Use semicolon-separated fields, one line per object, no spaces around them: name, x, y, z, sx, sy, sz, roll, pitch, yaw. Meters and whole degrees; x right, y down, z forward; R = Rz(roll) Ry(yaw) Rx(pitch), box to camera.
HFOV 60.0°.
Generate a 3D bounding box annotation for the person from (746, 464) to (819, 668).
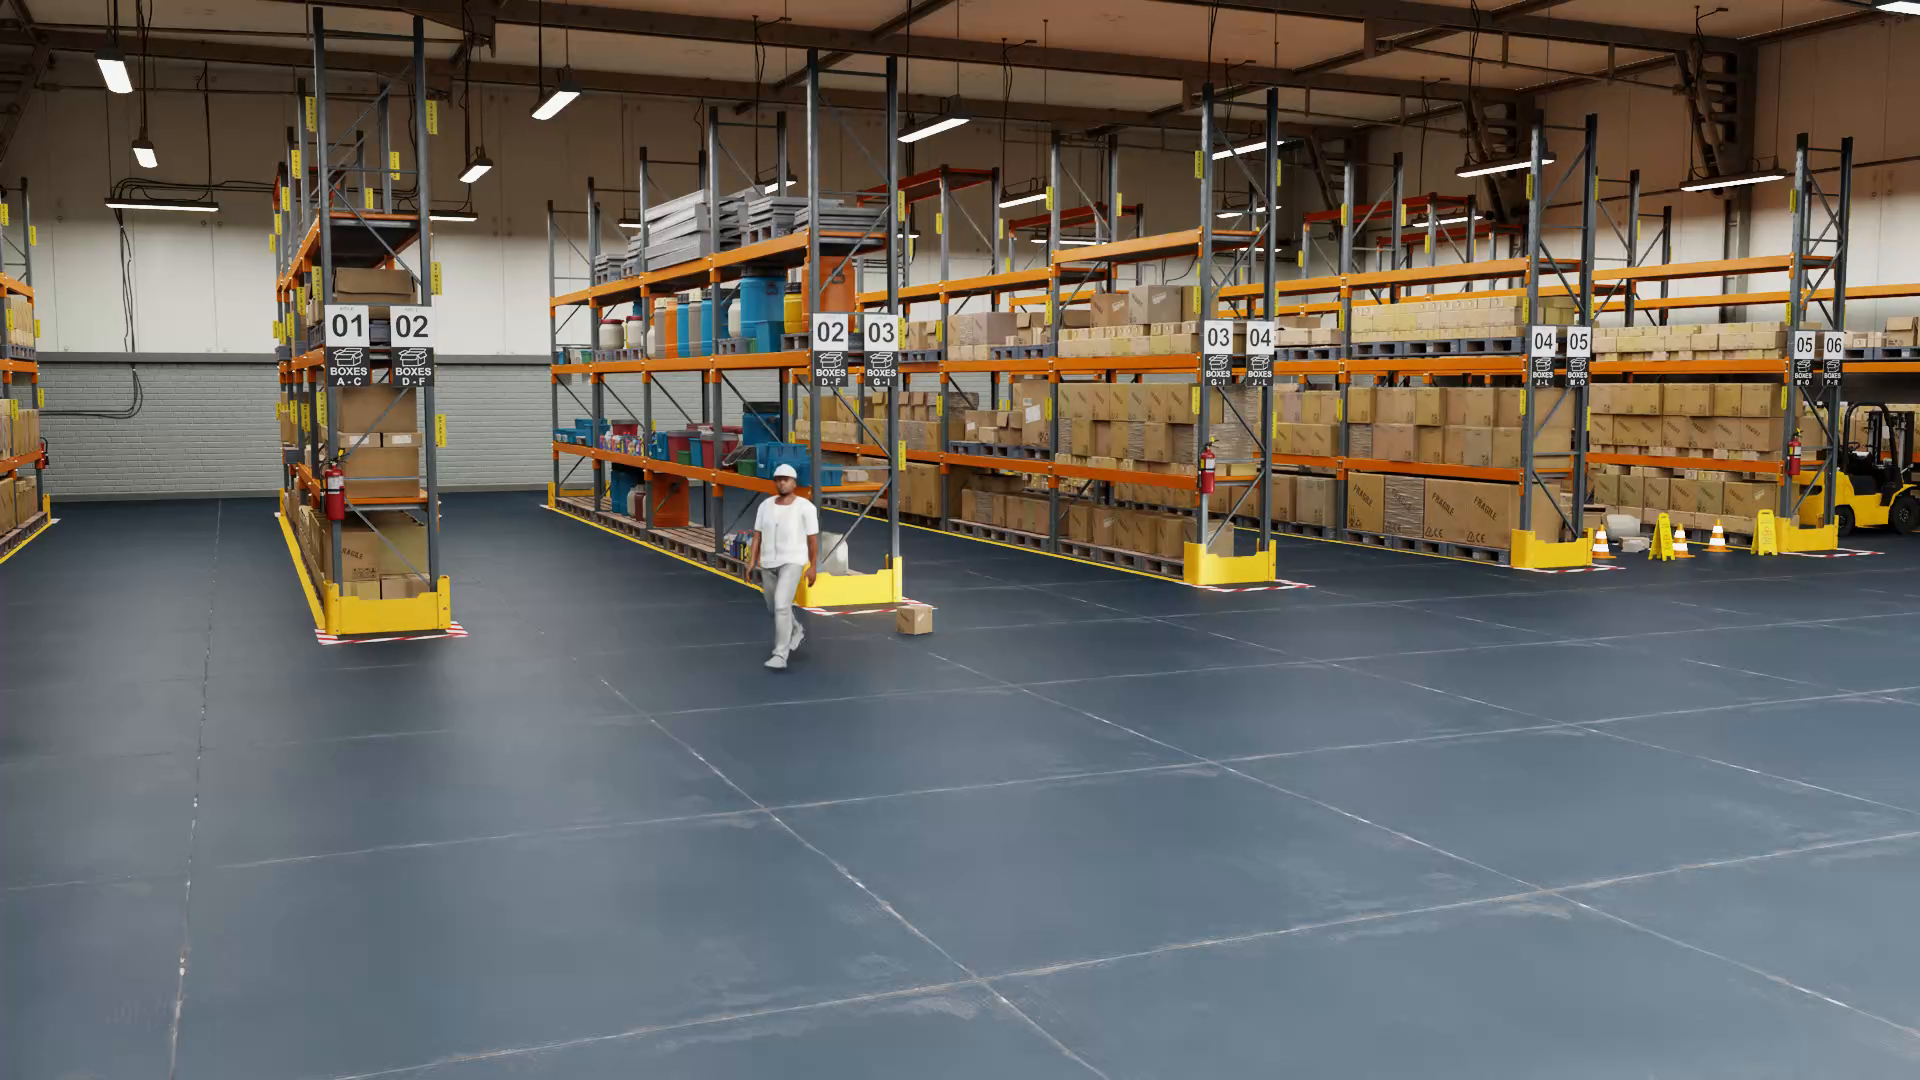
person;-1.533;0.209;14.393;0.557;1.727;0.962;2;6;23
